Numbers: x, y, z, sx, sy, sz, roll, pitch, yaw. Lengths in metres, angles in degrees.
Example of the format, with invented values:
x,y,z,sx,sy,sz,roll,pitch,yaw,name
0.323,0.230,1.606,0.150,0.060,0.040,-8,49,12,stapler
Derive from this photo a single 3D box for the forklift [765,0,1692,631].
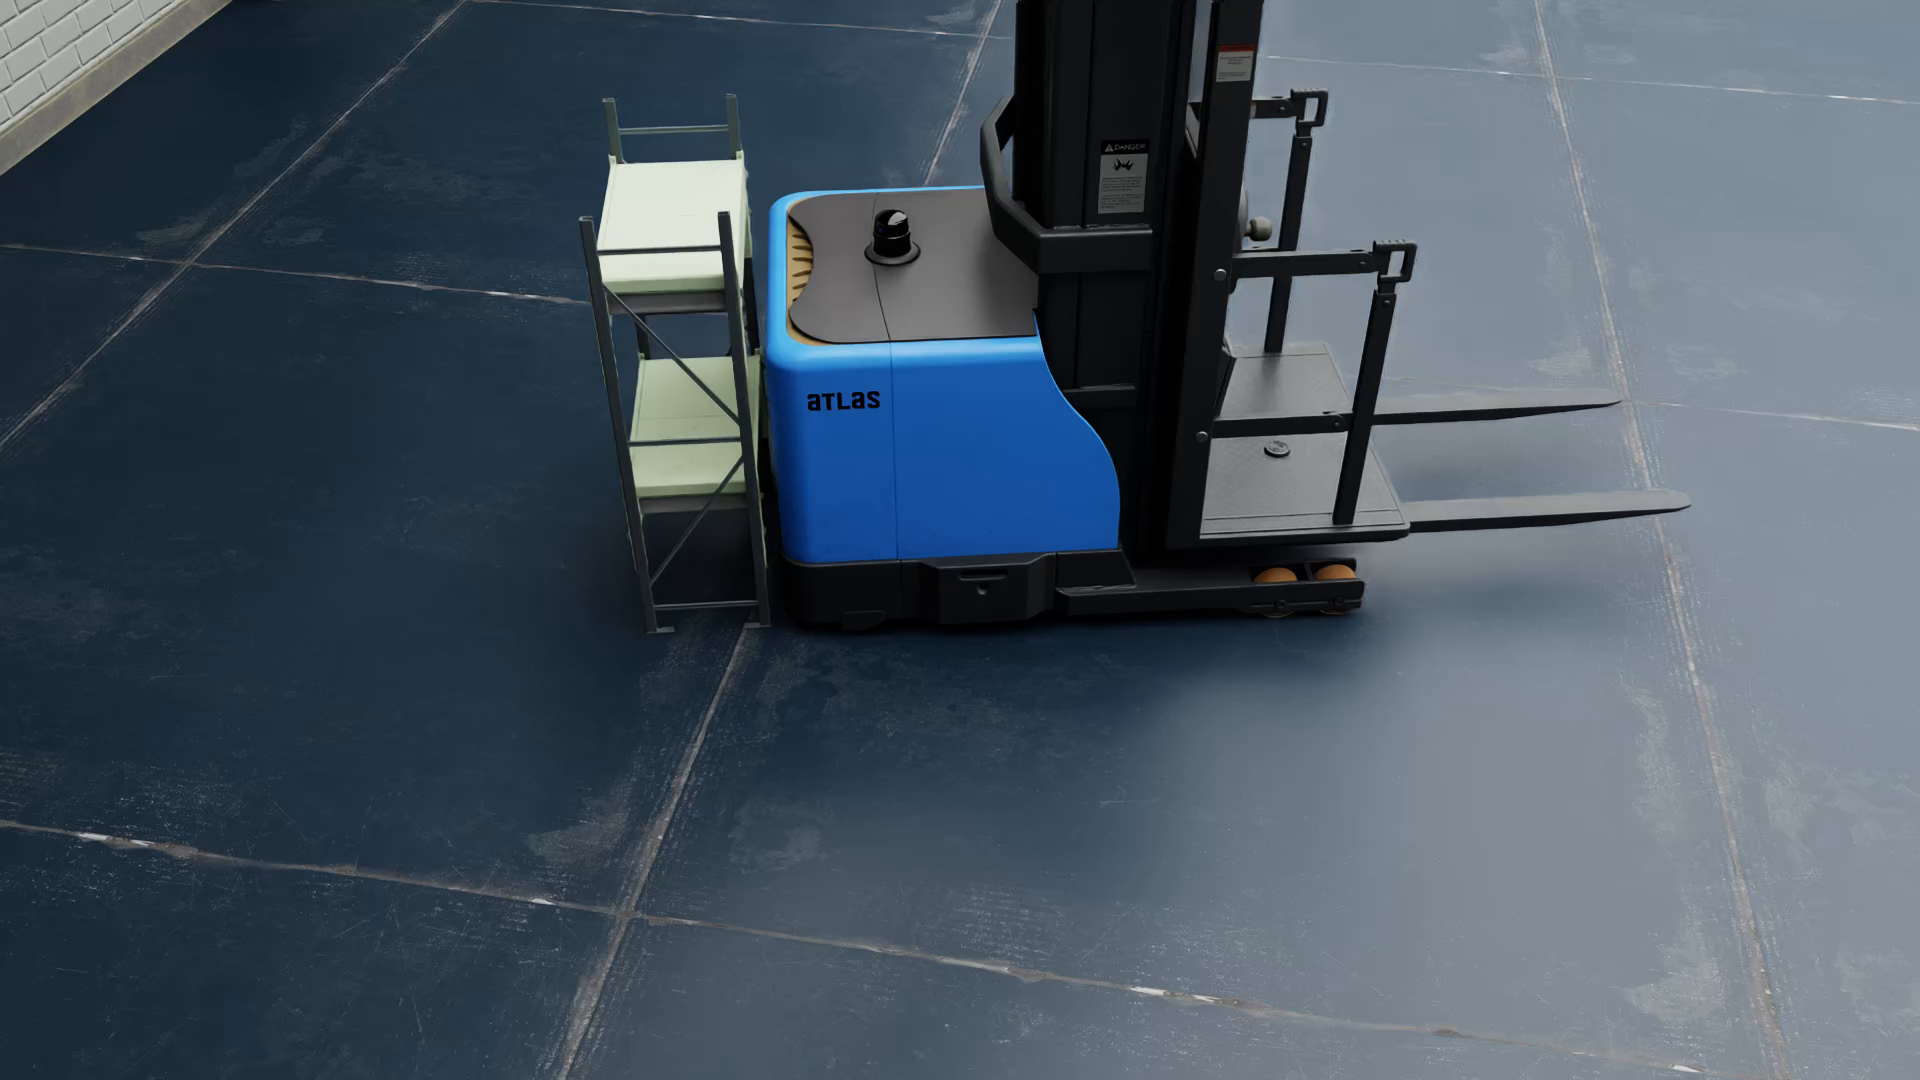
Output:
x,y,z,sx,sy,sz,roll,pitch,yaw,name
0.906,-1.211,4.914,3.031,2.935,1.130,-3,40,-3,forklift

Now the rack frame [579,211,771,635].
x,y,z,sx,sy,sz,roll,pitch,yaw,name
-0.815,-0.288,4.921,0.400,1.500,0.023,-3,40,-3,rack frame

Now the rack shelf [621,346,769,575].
x,y,z,sx,sy,sz,roll,pitch,yaw,name
-0.843,-0.269,5.410,0.431,0.370,0.720,-3,40,-3,rack shelf

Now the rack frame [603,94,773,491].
x,y,z,sx,sy,sz,roll,pitch,yaw,name
-0.872,-0.753,5.484,0.400,1.500,0.023,-3,40,-3,rack frame

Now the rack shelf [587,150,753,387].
x,y,z,sx,sy,sz,roll,pitch,yaw,name
-0.844,-0.821,4.954,0.431,0.370,0.720,-3,40,-3,rack shelf

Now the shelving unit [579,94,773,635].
x,y,z,sx,sy,sz,roll,pitch,yaw,name
-0.844,-0.521,5.202,0.431,1.500,0.755,-3,40,-3,shelving unit
